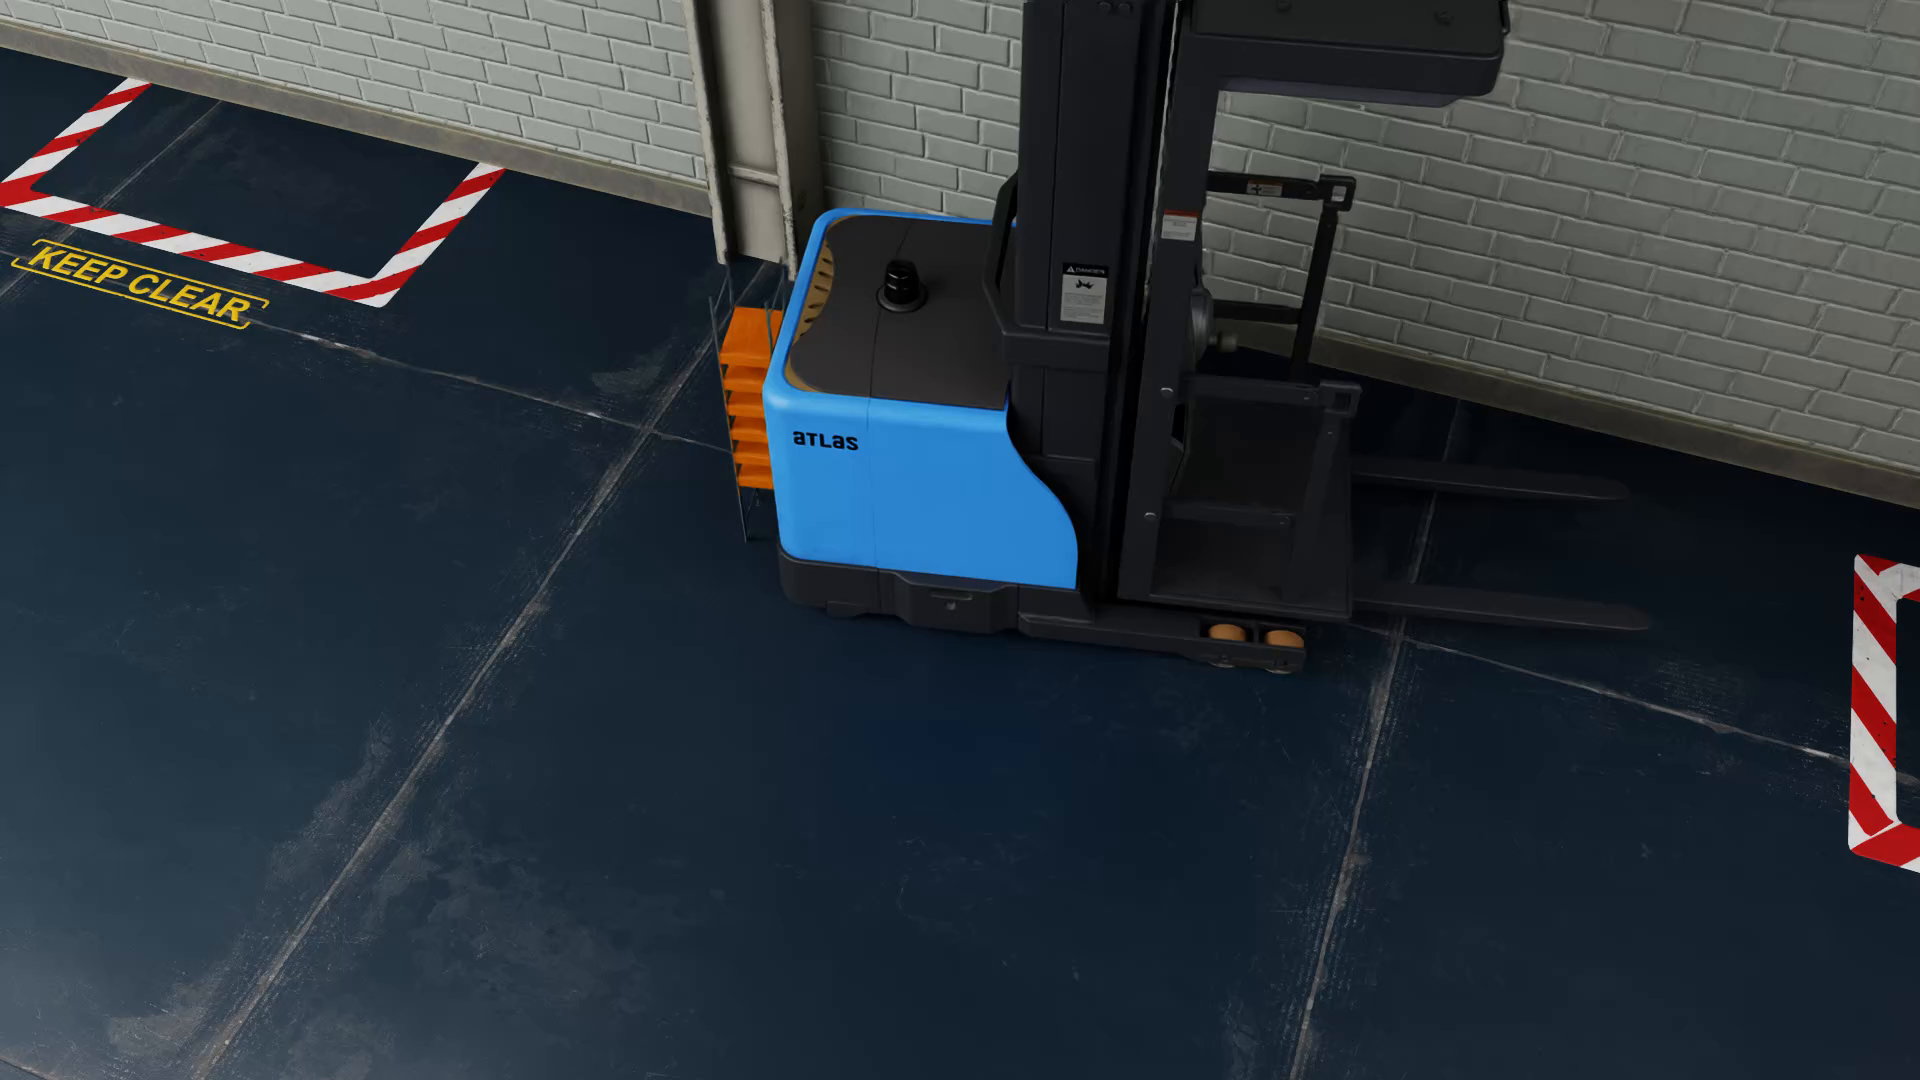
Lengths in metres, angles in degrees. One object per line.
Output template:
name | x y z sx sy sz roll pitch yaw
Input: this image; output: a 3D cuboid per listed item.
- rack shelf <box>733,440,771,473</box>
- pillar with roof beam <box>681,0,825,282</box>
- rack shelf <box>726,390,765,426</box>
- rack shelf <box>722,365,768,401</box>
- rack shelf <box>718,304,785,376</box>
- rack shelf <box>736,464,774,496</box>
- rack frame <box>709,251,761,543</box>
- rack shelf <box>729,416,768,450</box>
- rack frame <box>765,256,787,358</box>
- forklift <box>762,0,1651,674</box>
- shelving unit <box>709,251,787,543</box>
rack shelf | -0.696 -0.355 5.981 0.180 0.103 0.258 6 49 5
pillar with roof beam | -2.319 -1.172 1.311 0.400 9.000 9.100 16 51 13
rack shelf | -0.696 -0.512 5.800 0.180 0.103 0.258 6 49 5
rack shelf | -0.696 -0.591 5.709 0.180 0.103 0.258 6 49 5
rack shelf | -0.696 -0.669 5.618 0.180 0.103 0.258 6 49 5
rack shelf | -0.696 -0.276 6.072 0.180 0.103 0.258 6 49 5
rack frame | -0.786 -0.472 5.865 0.006 1.200 0.240 6 49 5
rack shelf | -0.696 -0.433 5.890 0.180 0.103 0.258 6 49 5
rack frame | -0.605 -0.453 5.848 0.006 1.200 0.240 6 49 5
forklift | 0.915 -0.922 5.110 3.031 2.935 1.130 6 49 5
shelving unit | -0.696 -0.462 5.857 0.189 1.200 0.258 6 49 5
